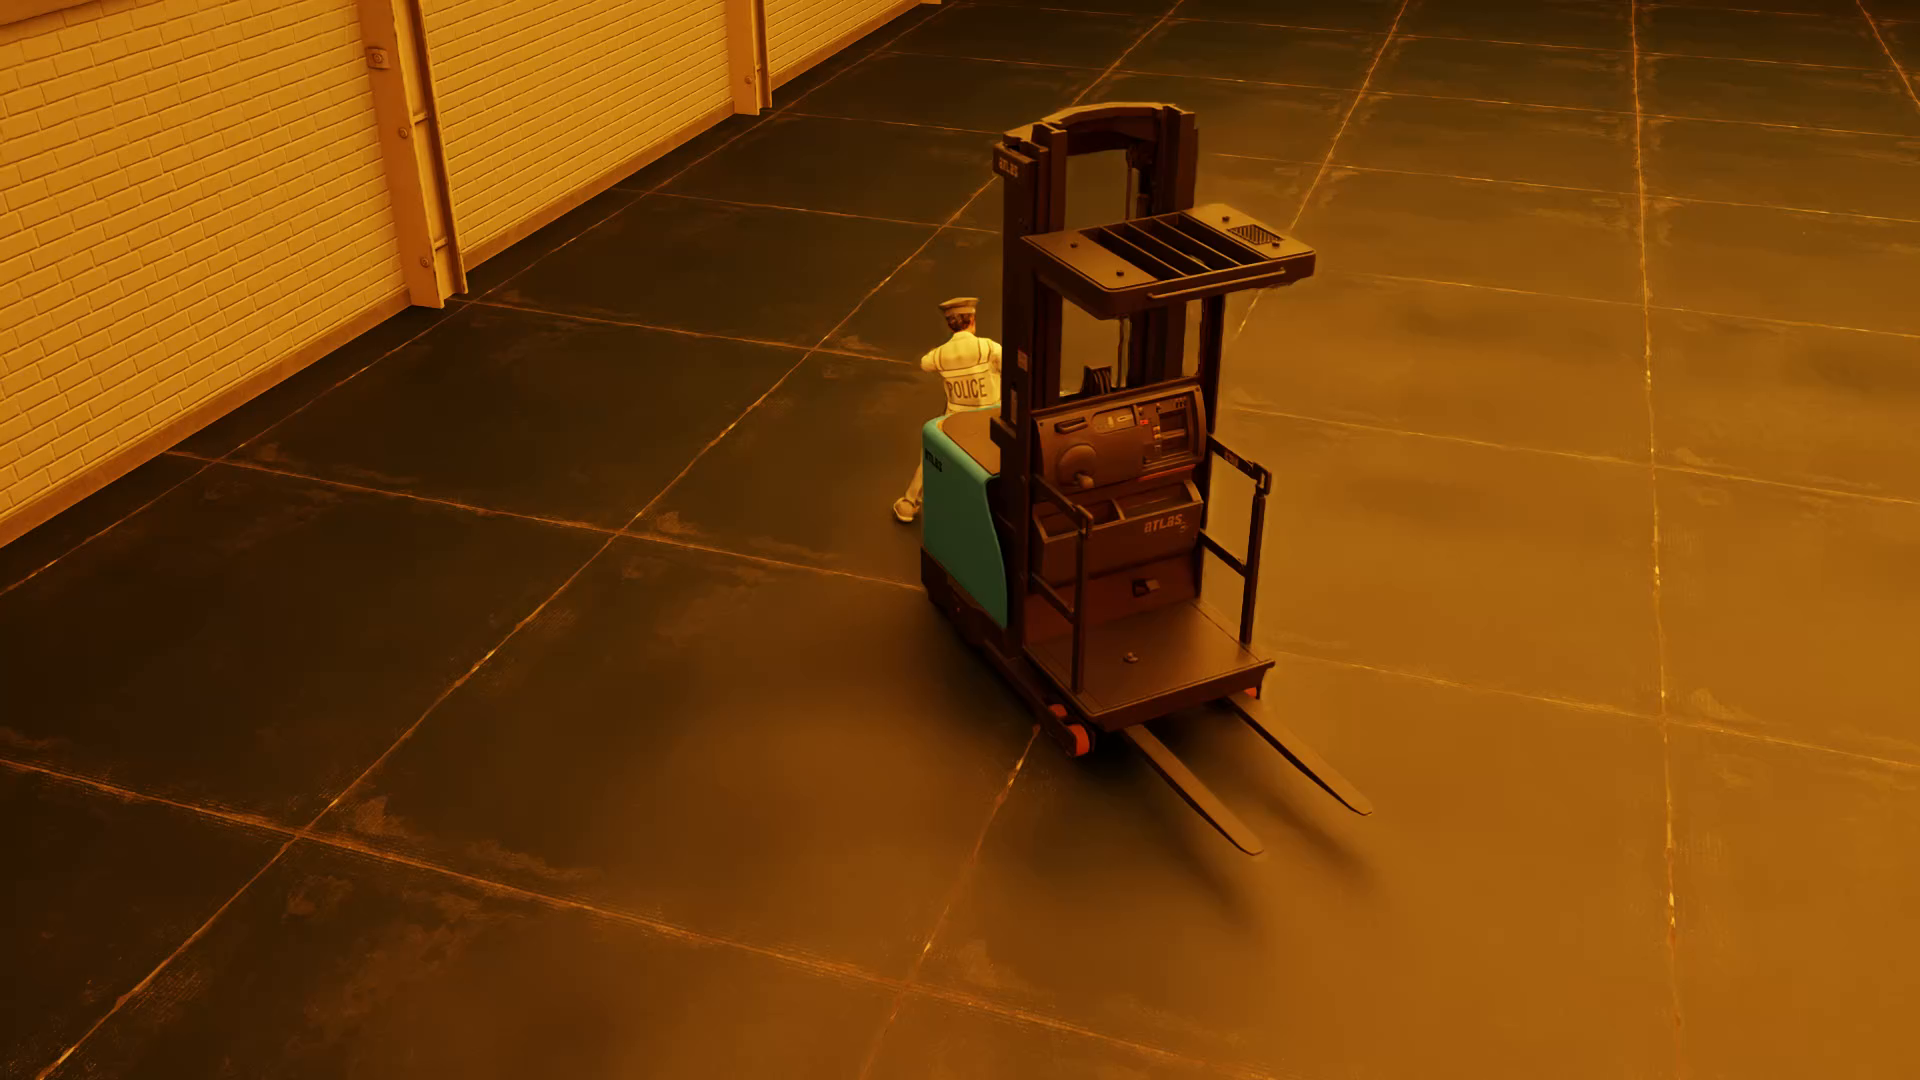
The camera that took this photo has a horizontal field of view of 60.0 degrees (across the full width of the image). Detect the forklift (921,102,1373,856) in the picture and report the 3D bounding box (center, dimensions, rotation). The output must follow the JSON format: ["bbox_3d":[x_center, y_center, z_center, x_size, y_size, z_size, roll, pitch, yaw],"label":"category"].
[{"bbox_3d":[0.889,-0.452,7.929,1.130,2.935,3.031,-14,33,-23],"label":"forklift"}]

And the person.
[{"bbox_3d":[0.125,-0.893,10.254,0.918,1.438,1.037,10,31,16],"label":"person"}]
